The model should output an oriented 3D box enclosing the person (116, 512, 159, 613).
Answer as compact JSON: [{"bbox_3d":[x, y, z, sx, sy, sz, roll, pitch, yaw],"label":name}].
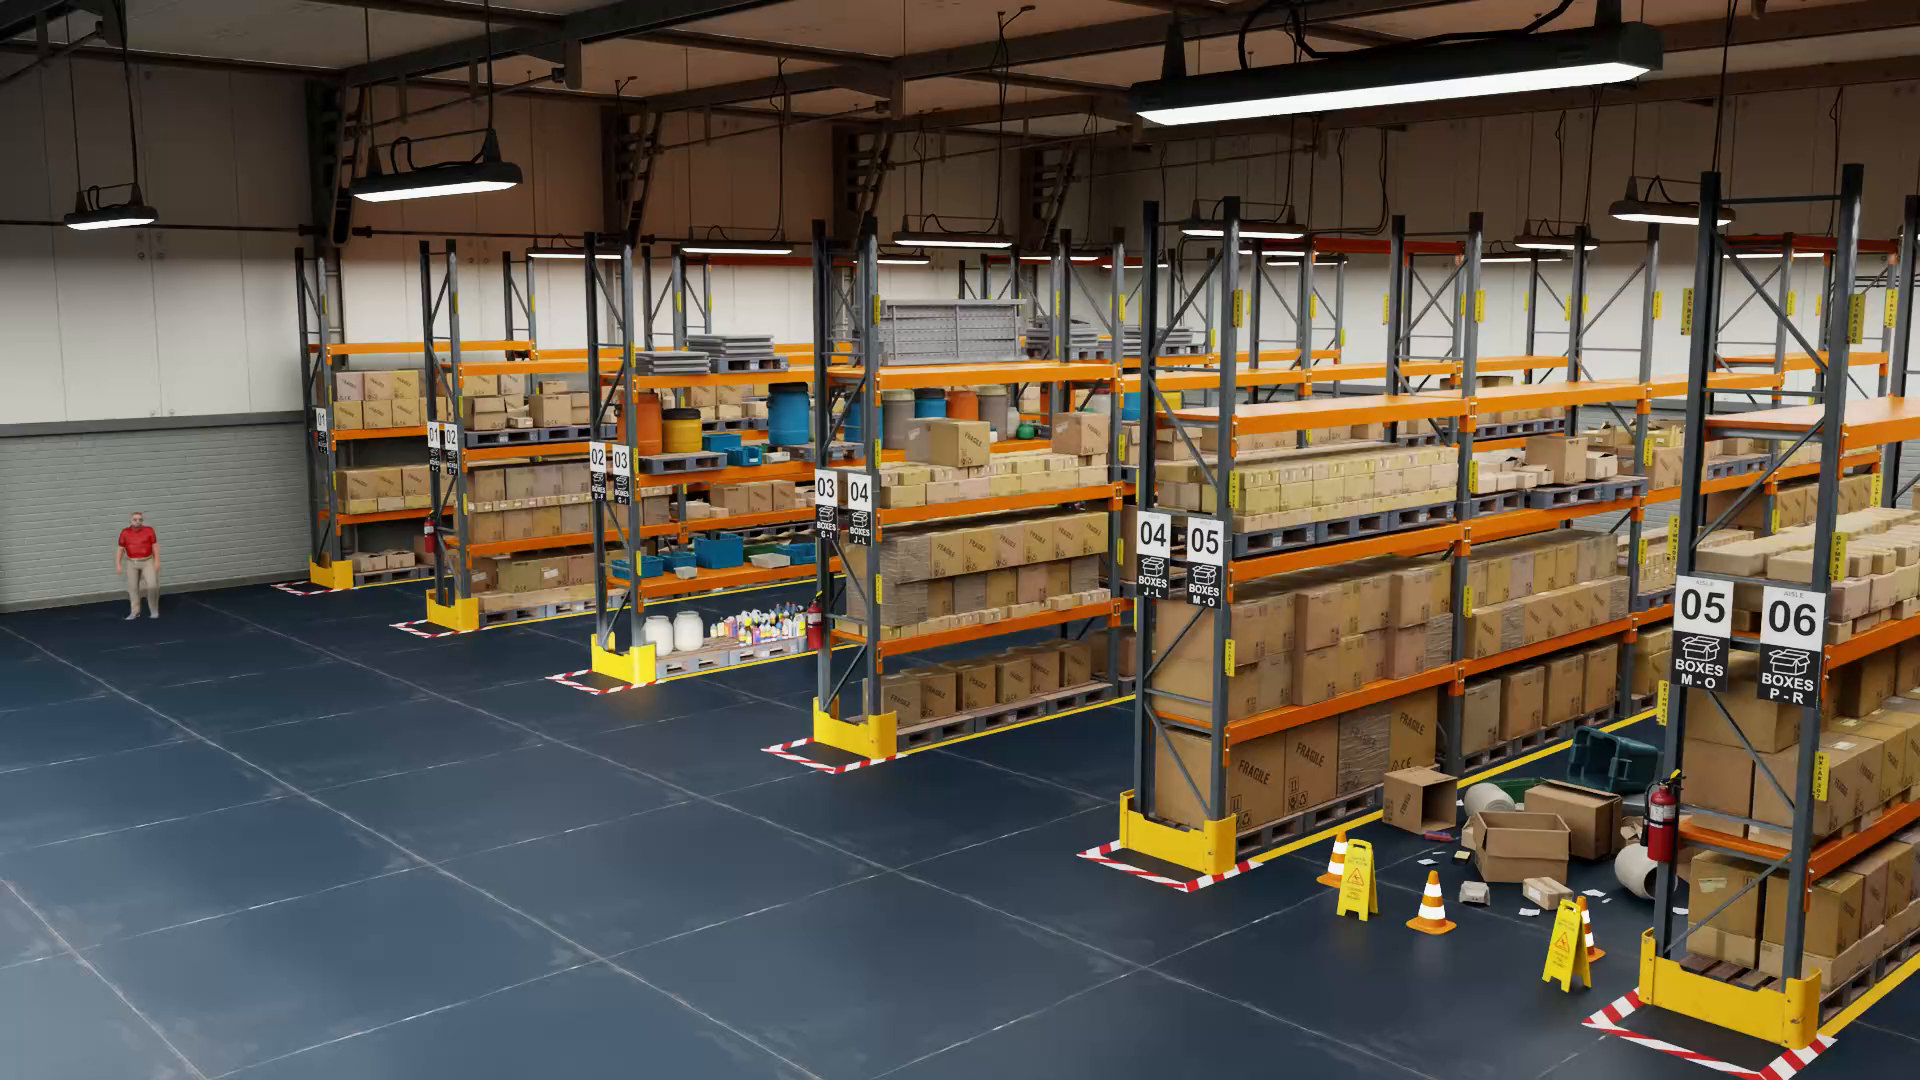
[{"bbox_3d":[-13.202,0.374,26.698,0.602,1.660,0.393,-3,9,-20],"label":"person"}]

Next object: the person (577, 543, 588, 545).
[{"bbox_3d":[-7.089,-0.251,31.082,0.605,1.762,0.602,-2,9,-13],"label":"person"}]
